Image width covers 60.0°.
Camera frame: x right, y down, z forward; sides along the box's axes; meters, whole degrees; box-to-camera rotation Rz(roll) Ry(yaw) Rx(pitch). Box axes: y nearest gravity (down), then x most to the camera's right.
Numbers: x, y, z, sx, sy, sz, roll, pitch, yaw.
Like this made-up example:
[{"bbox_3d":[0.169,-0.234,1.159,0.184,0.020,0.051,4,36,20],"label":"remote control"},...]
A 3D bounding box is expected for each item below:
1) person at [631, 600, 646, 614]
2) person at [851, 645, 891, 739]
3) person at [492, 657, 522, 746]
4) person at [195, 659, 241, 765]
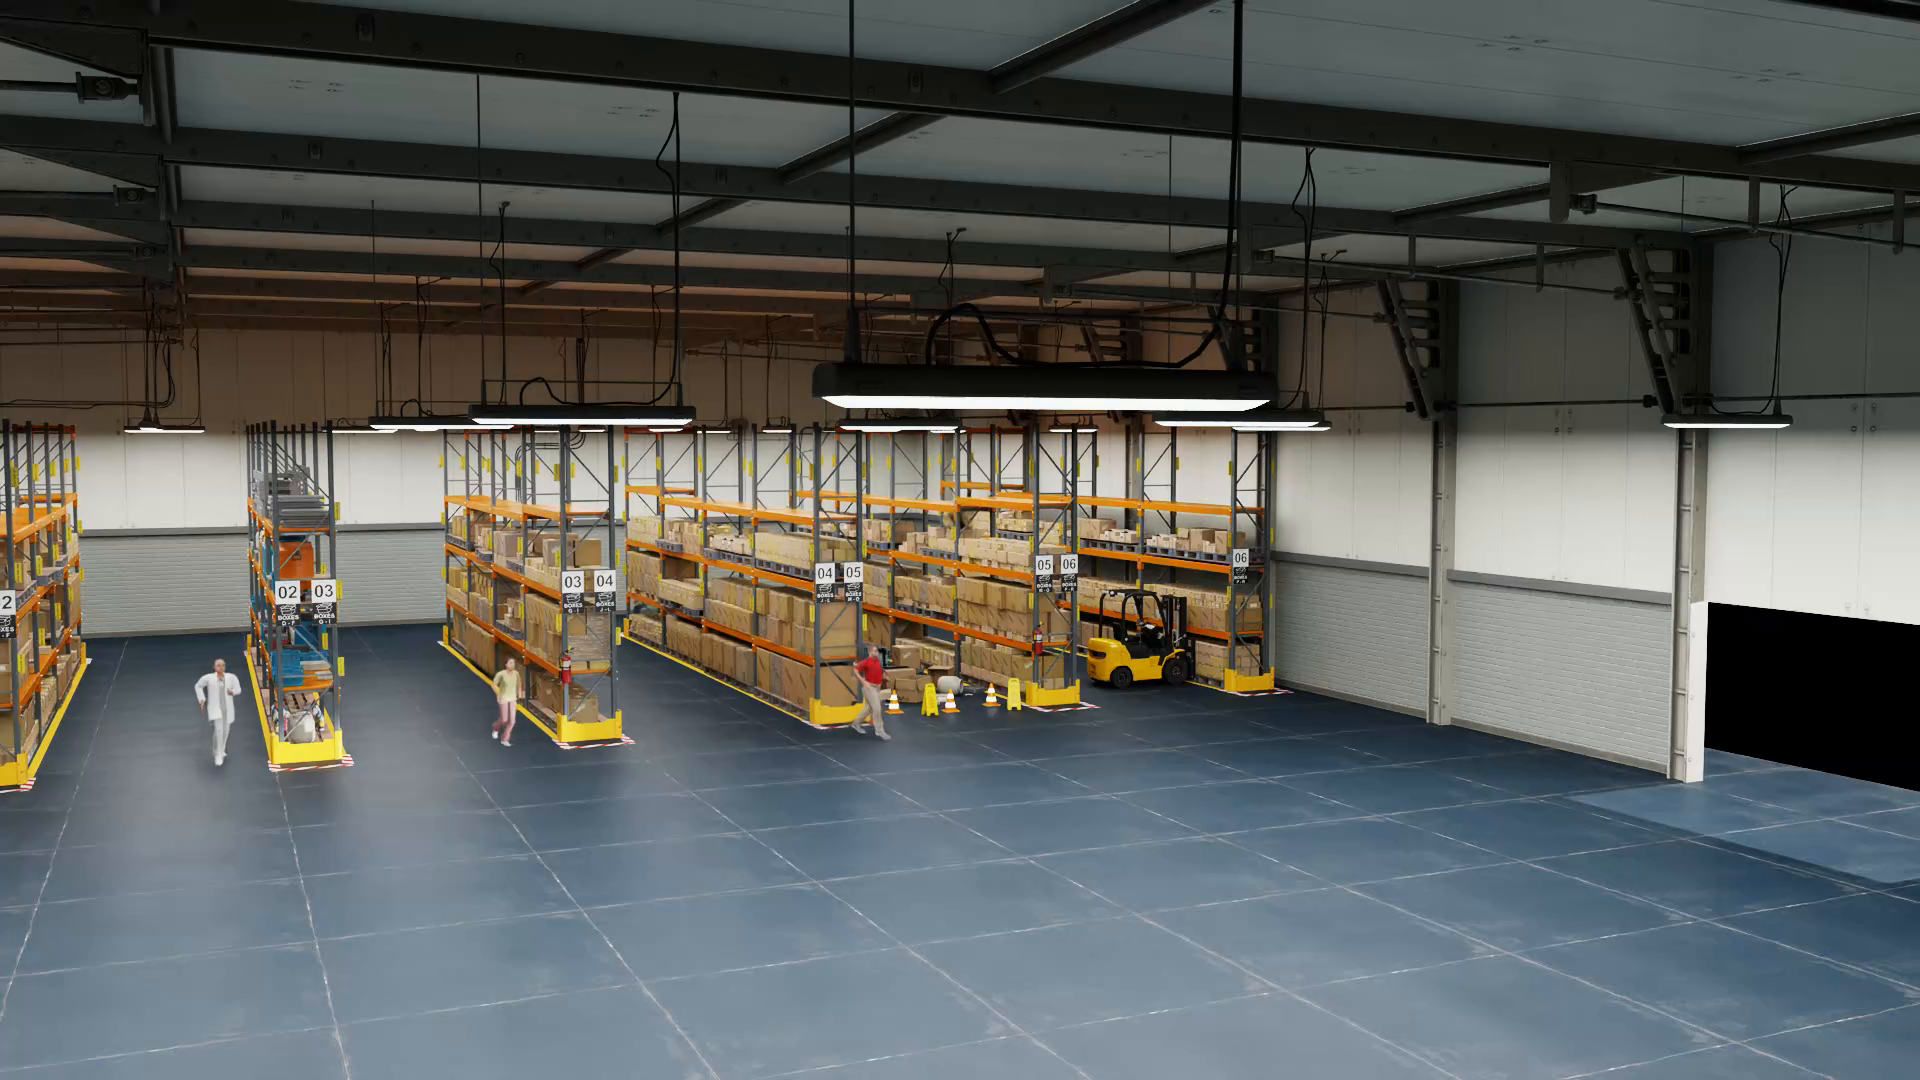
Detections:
[{"bbox_3d":[-9.482,1.829,49.150,0.545,1.665,0.760,0,4,5],"label":"person"},{"bbox_3d":[-1.691,2.870,31.545,0.882,1.753,0.665,1,4,19],"label":"person"},{"bbox_3d":[-8.440,2.985,30.984,0.599,1.646,0.607,-3,5,-41],"label":"person"},{"bbox_3d":[-12.981,3.112,29.202,0.667,1.646,0.798,-3,5,-42],"label":"person"}]
